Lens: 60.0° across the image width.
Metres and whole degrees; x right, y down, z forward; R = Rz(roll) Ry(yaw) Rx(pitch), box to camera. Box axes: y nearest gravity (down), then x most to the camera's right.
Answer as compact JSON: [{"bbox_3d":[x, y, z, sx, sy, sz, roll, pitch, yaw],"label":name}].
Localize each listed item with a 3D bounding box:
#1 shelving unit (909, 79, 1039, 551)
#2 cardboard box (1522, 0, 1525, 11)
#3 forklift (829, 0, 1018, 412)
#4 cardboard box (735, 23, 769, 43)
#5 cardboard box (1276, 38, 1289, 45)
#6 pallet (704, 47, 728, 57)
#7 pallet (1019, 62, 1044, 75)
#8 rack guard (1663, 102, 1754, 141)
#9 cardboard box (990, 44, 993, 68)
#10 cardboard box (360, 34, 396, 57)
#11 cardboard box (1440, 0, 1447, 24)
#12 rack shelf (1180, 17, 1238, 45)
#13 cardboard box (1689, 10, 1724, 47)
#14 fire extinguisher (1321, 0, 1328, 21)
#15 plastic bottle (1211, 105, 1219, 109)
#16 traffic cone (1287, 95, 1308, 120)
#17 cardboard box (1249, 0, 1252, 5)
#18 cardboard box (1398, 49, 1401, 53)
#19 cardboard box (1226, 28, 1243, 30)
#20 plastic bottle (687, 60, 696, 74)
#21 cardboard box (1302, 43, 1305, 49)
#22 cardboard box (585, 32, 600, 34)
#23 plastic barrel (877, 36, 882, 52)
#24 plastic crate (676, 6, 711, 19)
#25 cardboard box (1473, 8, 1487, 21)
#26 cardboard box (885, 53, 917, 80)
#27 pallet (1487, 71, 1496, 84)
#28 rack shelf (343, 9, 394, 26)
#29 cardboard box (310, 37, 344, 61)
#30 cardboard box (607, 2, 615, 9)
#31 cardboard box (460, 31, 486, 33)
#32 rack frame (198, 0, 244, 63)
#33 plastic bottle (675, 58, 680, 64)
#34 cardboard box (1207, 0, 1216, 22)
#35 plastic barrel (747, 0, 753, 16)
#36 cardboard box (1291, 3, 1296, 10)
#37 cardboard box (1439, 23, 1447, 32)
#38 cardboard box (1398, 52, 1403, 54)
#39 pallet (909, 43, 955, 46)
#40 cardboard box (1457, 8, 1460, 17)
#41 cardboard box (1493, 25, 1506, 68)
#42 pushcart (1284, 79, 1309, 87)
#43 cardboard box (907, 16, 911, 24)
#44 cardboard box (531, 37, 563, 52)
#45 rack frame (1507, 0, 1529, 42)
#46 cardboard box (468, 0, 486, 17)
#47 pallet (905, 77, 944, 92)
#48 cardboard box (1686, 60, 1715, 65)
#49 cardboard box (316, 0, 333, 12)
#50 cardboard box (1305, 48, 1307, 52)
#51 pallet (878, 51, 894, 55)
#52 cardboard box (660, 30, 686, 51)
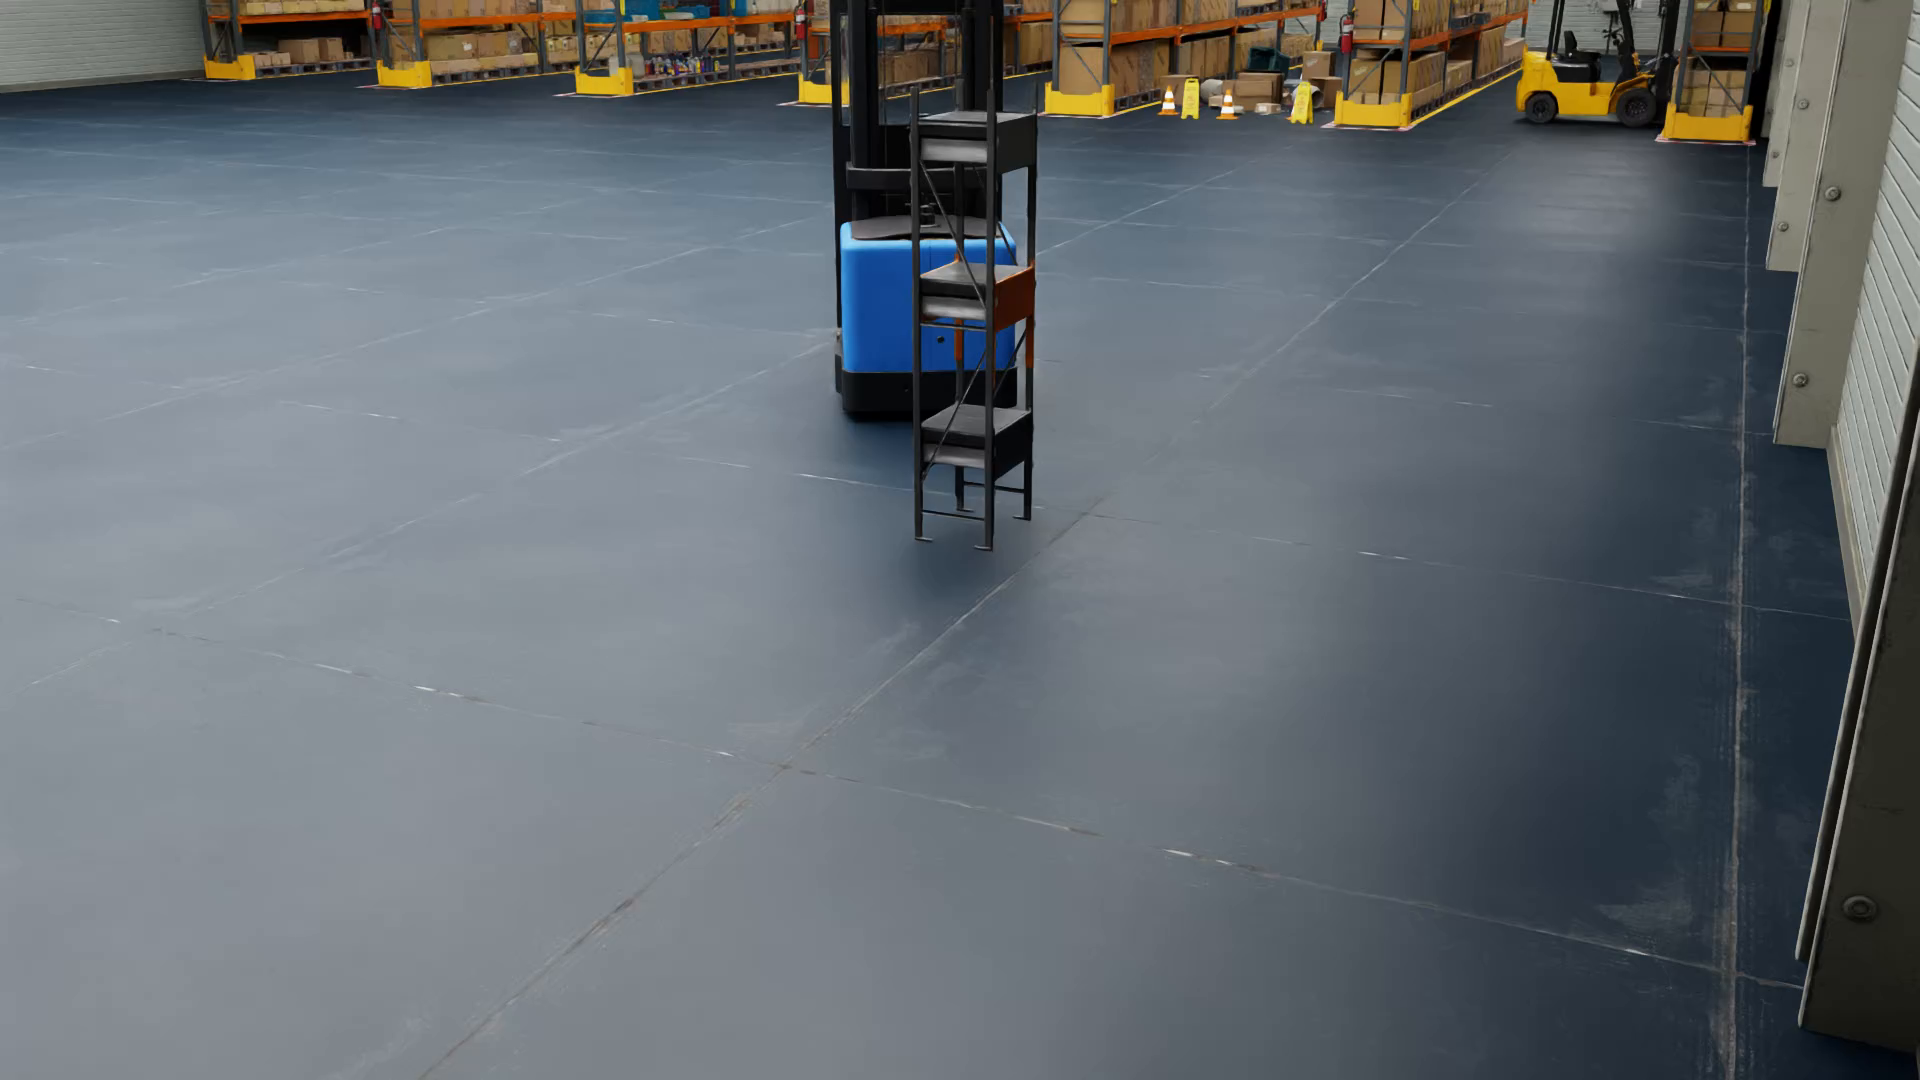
[{"bbox_3d":[0.068,-1.040,7.759,0.431,2.100,0.503,9,21,23],"label":"shelving unit"},{"bbox_3d":[12.993,-12.703,39.061,0.500,0.500,0.500,8,21,22],"label":"cardboard box"},{"bbox_3d":[-0.292,-2.594,10.887,1.130,2.935,3.031,-2,20,-4],"label":"forklift"},{"bbox_3d":[-5.782,-14.094,46.193,0.797,0.503,0.637,9,21,23],"label":"cardboard box"},{"bbox_3d":[7.614,-11.871,39.612,0.380,0.149,0.250,8,21,21],"label":"cardboard box"},{"bbox_3d":[-6.846,-12.920,43.985,1.003,0.211,1.213,9,21,23],"label":"pallet"},{"bbox_3d":[1.243,-10.822,38.083,1.003,0.211,1.213,9,21,23],"label":"pallet"},{"bbox_3d":[11.136,-6.235,24.754,1.175,0.500,0.348,9,21,23],"label":"rack guard"},{"bbox_3d":[0.379,-10.556,36.247,0.700,0.500,0.500,7,21,18],"label":"cardboard box"},{"bbox_3d":[-14.058,-11.978,40.247,0.700,0.500,0.500,9,22,25],"label":"cardboard box"},{"bbox_3d":[8.094,-9.181,28.716,0.500,0.500,0.500,9,22,25],"label":"cardboard box"},{"bbox_3d":[4.516,-10.243,33.368,1.077,0.370,4.000,9,21,23],"label":"rack shelf"},{"bbox_3d":[11.108,-7.653,24.863,0.500,0.500,0.500,8,21,21],"label":"cardboard box"},{"bbox_3d":[9.135,-13.441,41.957,0.296,0.674,0.183,9,21,23],"label":"fire extinguisher"},{"bbox_3d":[4.508,-7.669,29.441,0.133,0.061,0.283,1,20,4],"label":"plastic bottle"},{"bbox_3d":[5.615,-7.213,27.560,0.336,0.463,0.334,9,21,23],"label":"traffic cone"},{"bbox_3d":[6.138,-11.711,36.170,0.380,0.149,0.250,9,22,24],"label":"cardboard box"},{"bbox_3d":[7.451,-8.553,28.932,0.380,0.149,0.250,9,22,25],"label":"cardboard box"},{"bbox_3d":[6.213,-11.437,37.636,0.500,0.250,0.500,9,22,24],"label":"cardboard box"},{"bbox_3d":[-5.587,-9.843,34.577,0.152,0.276,0.135,9,21,24],"label":"plastic bottle"},{"bbox_3d":[8.243,-12.114,40.740,0.380,0.149,0.250,9,21,24],"label":"cardboard box"},{"bbox_3d":[-8.875,-12.150,40.297,0.500,0.311,0.500,8,21,21],"label":"cardboard box"},{"bbox_3d":[-2.268,-12.853,42.137,0.600,0.901,0.708,9,21,23],"label":"plastic barrel"},{"bbox_3d":[-5.511,-10.916,34.409,0.499,0.251,0.616,9,21,23],"label":"plastic crate"},{"bbox_3d":[10.322,-10.590,33.493,0.500,0.250,0.500,8,21,22],"label":"cardboard box"},{"bbox_3d":[-1.215,-9.409,33.054,0.500,0.500,0.500,17,26,40],"label":"cardboard box"},{"bbox_3d":[10.785,-9.834,35.305,1.003,0.211,1.213,9,21,23],"label":"pallet"},{"bbox_3d":[-13.525,-12.994,41.102,1.077,0.370,4.000,9,21,23],"label":"rack shelf"},{"bbox_3d":[-14.732,-11.428,38.700,0.500,0.500,0.500,7,21,19],"label":"cardboard box"},{"bbox_3d":[-8.301,-12.834,39.955,0.380,0.149,0.250,9,21,23],"label":"cardboard box"},{"bbox_3d":[-10.708,-10.894,36.482,0.500,0.500,0.500,9,21,23],"label":"cardboard box"},{"bbox_3d":[-15.982,-11.498,35.824,1.000,3.000,0.127,9,21,23],"label":"rack frame"},{"bbox_3d":[-5.964,-10.033,35.119,0.097,0.271,0.097,0,20,0],"label":"plastic bottle"},{"bbox_3d":[4.779,-10.604,33.159,0.500,0.500,0.500,9,21,24],"label":"cardboard box"},{"bbox_3d":[-4.714,-11.688,36.155,0.433,0.535,0.433,0,20,0],"label":"plastic barrel"},{"bbox_3d":[7.766,-12.668,39.488,0.380,0.149,0.250,9,21,24],"label":"cardboard box"},{"bbox_3d":[8.305,-8.987,29.137,0.380,0.149,0.250,9,22,24],"label":"cardboard box"},{"bbox_3d":[7.558,-8.270,29.103,0.500,0.500,0.500,9,22,25],"label":"cardboard box"},{"bbox_3d":[-0.765,-13.470,45.528,1.003,0.211,1.213,9,21,23],"label":"pallet"},{"bbox_3d":[8.879,-9.603,30.242,0.380,0.149,0.250,9,21,24],"label":"cardboard box"},{"bbox_3d":[11.349,-10.764,36.304,0.875,0.875,0.875,9,22,24],"label":"cardboard box"},{"bbox_3d":[6.154,-8.384,30.982,1.648,0.377,0.936,1,20,4],"label":"pushcart"},{"bbox_3d":[-1.164,-10.082,32.218,0.380,0.149,0.250,9,21,23],"label":"cardboard box"},{"bbox_3d":[-9.427,-11.301,37.910,0.500,0.311,0.500,9,21,23],"label":"cardboard box"},{"bbox_3d":[13.168,-12.991,40.021,1.000,3.000,0.127,9,21,23],"label":"rack frame"},{"bbox_3d":[-10.627,-11.482,35.627,0.700,0.500,0.500,9,22,24],"label":"cardboard box"},{"bbox_3d":[-1.030,-9.158,33.405,1.003,0.211,1.213,9,21,23],"label":"pallet"},{"bbox_3d":[11.888,-7.603,26.854,0.500,0.250,0.500,9,22,25],"label":"cardboard box"},{"bbox_3d":[-14.665,-12.166,37.897,0.500,0.250,0.500,8,21,22],"label":"cardboard box"},{"bbox_3d":[8.386,-12.143,41.264,0.380,0.149,0.250,8,21,22],"label":"cardboard box"},{"bbox_3d":[-2.384,-12.263,42.137,1.003,0.211,1.213,9,21,23],"label":"pallet"},{"bbox_3d":[-7.319,-12.708,42.300,0.500,0.500,0.500,8,21,22],"label":"cardboard box"}]
